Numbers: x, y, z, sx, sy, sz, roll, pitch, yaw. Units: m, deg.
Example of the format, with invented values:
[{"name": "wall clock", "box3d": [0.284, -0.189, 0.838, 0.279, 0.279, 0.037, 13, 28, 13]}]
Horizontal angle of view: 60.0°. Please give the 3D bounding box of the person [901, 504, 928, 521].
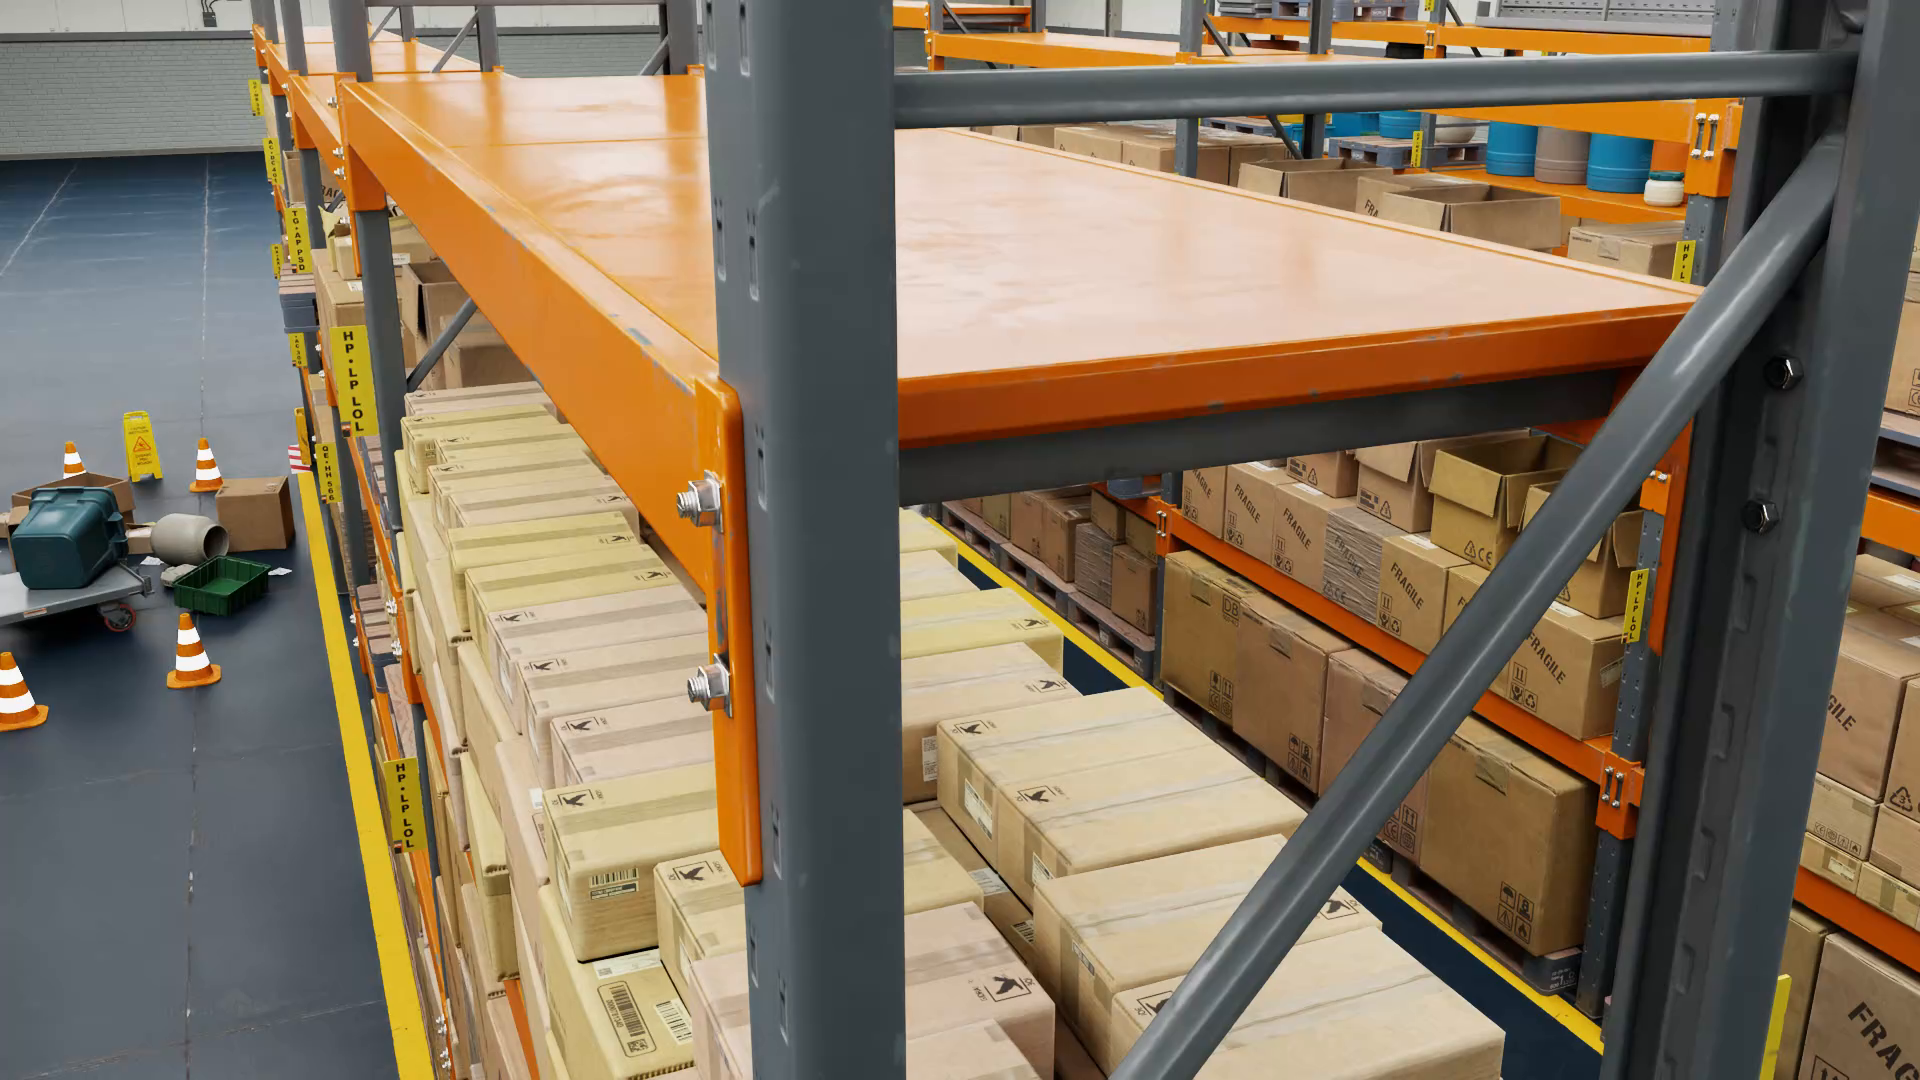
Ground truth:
[{"name": "person", "box3d": [-0.385, 0.155, 11.204, 0.387, 1.628, 0.461, -7, 20, -21]}]
